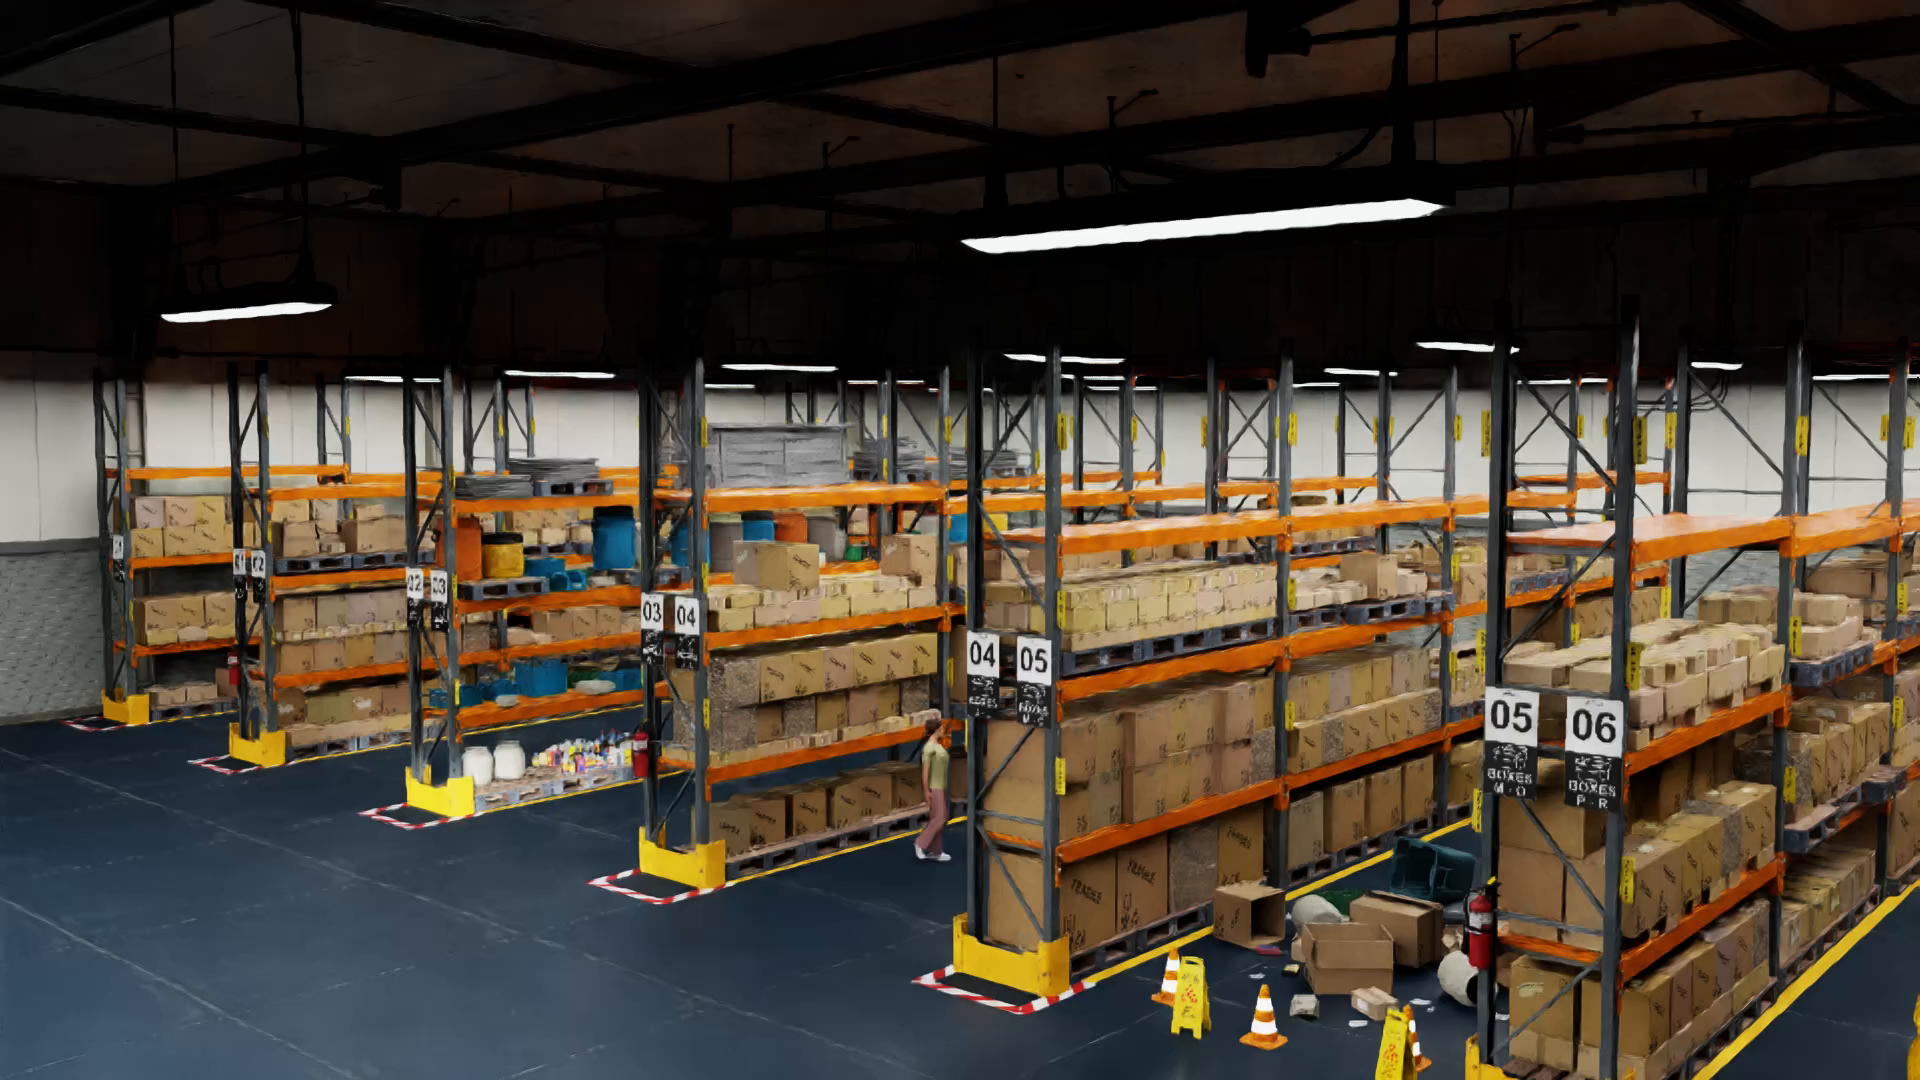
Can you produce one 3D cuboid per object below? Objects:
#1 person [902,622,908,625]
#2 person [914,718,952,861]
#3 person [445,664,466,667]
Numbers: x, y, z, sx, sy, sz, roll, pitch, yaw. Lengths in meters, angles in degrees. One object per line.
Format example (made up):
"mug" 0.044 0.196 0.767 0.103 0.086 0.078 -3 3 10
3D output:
"person" -1.428 1.418 38.836 0.699 1.779 0.564 -3 5 -33
"person" -0.315 2.906 19.360 0.435 1.671 0.493 1 4 14
"person" -9.126 2.141 29.975 0.502 1.624 0.997 4 5 40
